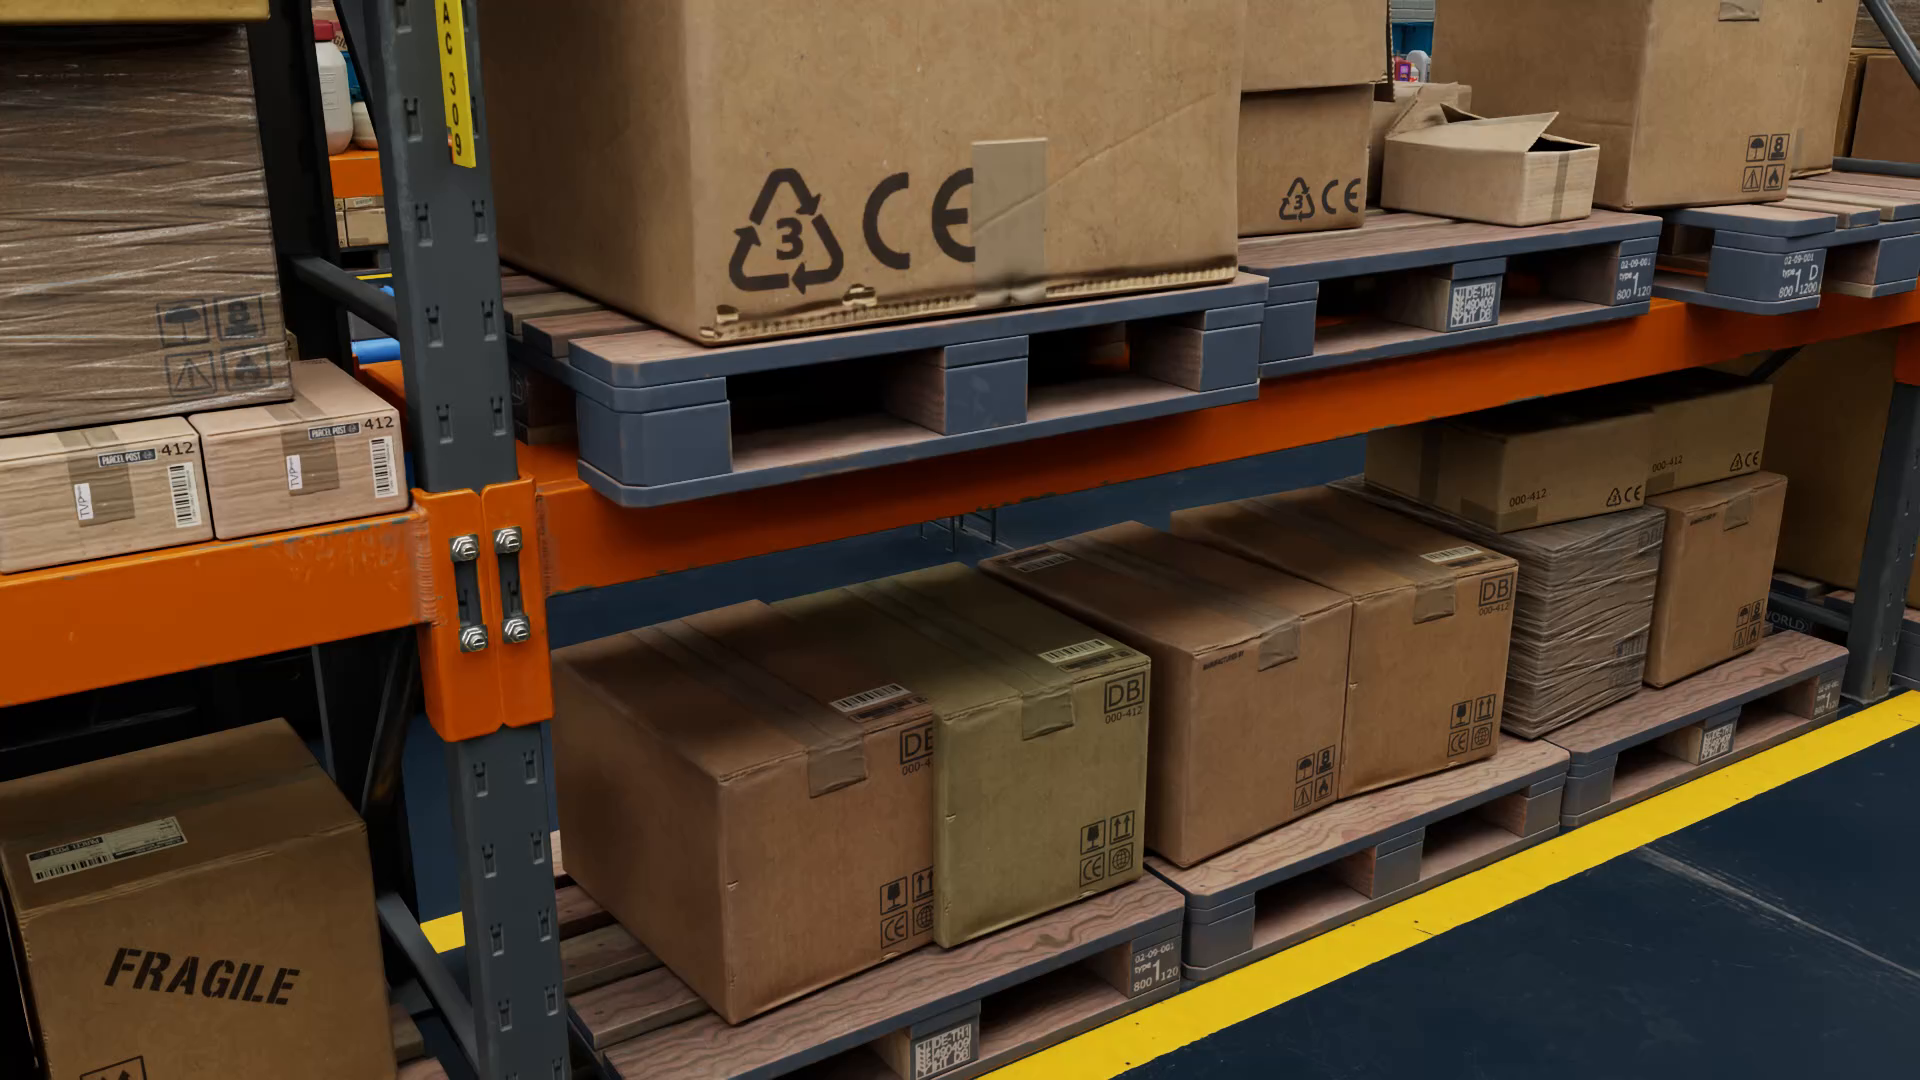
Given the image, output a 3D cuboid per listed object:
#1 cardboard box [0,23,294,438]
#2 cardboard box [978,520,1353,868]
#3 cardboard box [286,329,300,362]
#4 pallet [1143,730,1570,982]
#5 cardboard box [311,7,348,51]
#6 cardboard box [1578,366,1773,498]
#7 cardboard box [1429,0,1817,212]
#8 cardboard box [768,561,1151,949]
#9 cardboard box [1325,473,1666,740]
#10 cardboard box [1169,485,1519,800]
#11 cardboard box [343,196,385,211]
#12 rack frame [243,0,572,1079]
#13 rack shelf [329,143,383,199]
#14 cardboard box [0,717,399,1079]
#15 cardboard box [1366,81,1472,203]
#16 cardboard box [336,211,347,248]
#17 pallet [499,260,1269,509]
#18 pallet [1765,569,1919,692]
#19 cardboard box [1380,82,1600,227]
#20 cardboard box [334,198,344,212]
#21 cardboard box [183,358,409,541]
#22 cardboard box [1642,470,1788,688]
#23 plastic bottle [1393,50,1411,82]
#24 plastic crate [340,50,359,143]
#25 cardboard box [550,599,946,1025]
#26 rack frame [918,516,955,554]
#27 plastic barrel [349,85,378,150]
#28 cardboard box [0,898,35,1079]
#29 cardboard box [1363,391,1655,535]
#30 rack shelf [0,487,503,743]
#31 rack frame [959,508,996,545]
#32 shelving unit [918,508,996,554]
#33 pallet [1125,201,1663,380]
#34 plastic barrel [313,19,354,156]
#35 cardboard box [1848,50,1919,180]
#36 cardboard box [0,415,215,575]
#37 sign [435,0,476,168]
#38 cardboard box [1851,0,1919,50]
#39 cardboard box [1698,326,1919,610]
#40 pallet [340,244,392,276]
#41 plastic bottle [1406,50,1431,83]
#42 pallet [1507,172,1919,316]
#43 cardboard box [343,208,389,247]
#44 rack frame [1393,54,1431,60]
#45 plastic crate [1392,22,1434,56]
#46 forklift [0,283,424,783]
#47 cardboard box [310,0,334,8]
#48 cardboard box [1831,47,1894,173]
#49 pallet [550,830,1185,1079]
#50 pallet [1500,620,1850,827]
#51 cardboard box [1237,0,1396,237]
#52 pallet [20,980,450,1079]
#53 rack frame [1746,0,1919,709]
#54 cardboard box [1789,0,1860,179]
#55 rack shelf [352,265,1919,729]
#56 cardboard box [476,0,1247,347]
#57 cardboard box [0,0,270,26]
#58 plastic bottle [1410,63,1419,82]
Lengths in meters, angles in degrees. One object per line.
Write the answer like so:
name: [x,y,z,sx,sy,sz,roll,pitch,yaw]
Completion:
cardboard box: [-1.360,-0.500,2.418,0.500,0.500,0.875,-12,22,-31]
cardboard box: [0.450,0.322,3.826,0.500,0.500,0.700,-14,23,-36]
cardboard box: [-1.295,-0.298,2.834,0.250,0.149,0.380,-12,22,-31]
pallet: [0.719,0.593,4.160,1.213,0.211,1.003,-12,22,-31]
cardboard box: [-4.447,-3.476,11.688,0.500,0.500,0.500,-13,23,-34]
cardboard box: [1.847,-0.332,4.589,0.500,0.250,0.500,-11,22,-29]
cardboard box: [1.550,-1.094,3.985,0.500,0.500,0.700,-8,20,-23]
cardboard box: [-0.017,0.420,3.534,0.500,0.500,0.700,-12,22,-32]
cardboard box: [1.386,0.122,4.417,0.500,0.500,0.700,-14,23,-36]
cardboard box: [0.916,0.223,4.117,0.500,0.500,0.700,-10,21,-27]
cardboard box: [-4.210,-2.551,11.870,0.500,0.311,0.500,-12,22,-32]
rack frame: [-0.950,-0.374,2.668,0.127,3.000,1.000,-12,22,-31]
rack shelf: [-2.004,-1.710,7.743,4.000,0.370,1.077,-12,22,-31]
cardboard box: [-1.306,0.671,2.824,0.500,0.500,0.500,-13,22,-33]
cardboard box: [0.864,-0.973,4.017,0.500,0.250,0.500,-13,22,-33]
cardboard box: [-4.638,-2.197,11.696,0.500,0.250,0.500,-11,22,-30]
pallet: [-0.232,-0.379,2.981,1.213,0.211,1.003,-12,22,-31]
pallet: [3.090,0.124,5.549,1.213,0.211,1.003,-12,22,-31]
cardboard box: [1.146,-0.848,3.623,0.258,0.266,0.396,-13,22,-33]
cardboard box: [-4.630,-2.464,11.611,0.500,0.311,0.500,-11,22,-30]
cardboard box: [-0.968,-0.139,2.363,0.250,0.149,0.380,-12,22,-31]
cardboard box: [1.842,0.021,4.717,0.500,0.500,0.700,-13,23,-34]
plastic bottle: [2.688,-2.844,10.155,0.133,0.283,0.061,-12,22,-31]
plastic crate: [-2.924,-1.969,7.410,0.575,0.384,0.392,-12,22,-31]
cardboard box: [-0.426,0.499,3.300,0.500,0.500,0.700,-14,23,-36]
rack frame: [-0.089,-0.550,5.997,0.006,1.200,0.240,-12,22,-31]
plastic barrel: [-2.485,-1.825,7.177,0.301,0.262,0.301,0,19,0]
cardboard box: [-1.781,0.774,2.519,0.500,0.500,0.500,-5,19,-14]
cardboard box: [1.410,-0.236,4.304,0.500,0.250,0.500,-9,21,-25]
rack shelf: [-2.621,0.319,1.741,4.000,0.370,1.077,-12,22,-31]
rack frame: [0.064,-0.582,6.093,0.006,1.200,0.240,-12,22,-31]
shelving unit: [-0.012,-0.566,6.045,0.189,1.200,0.258,-12,22,-31]
pallet: [0.760,-0.628,3.719,1.213,0.211,1.003,-12,22,-31]
plastic barrel: [-2.755,-1.873,6.889,0.433,0.535,0.433,0,19,0]
cardboard box: [2.946,-1.139,4.774,0.500,0.500,0.500,-11,22,-30]
cardboard box: [-1.182,-0.097,2.240,0.250,0.149,0.380,-12,22,-31]
sign: [-0.646,-0.640,2.104,0.005,0.325,0.100,-12,22,-31]
cardboard box: [3.010,-1.726,4.943,0.637,0.503,0.797,-11,22,-30]
cardboard box: [2.978,-0.387,5.368,0.875,0.875,1.225,-13,23,-34]
pallet: [-4.782,-2.060,12.008,1.213,0.211,1.003,-12,22,-31]
plastic bottle: [2.856,-2.893,10.313,0.135,0.276,0.152,-12,22,-31]
pallet: [1.854,-0.834,4.327,1.003,0.211,1.213,-12,22,-31]
cardboard box: [-4.210,-2.288,11.966,0.500,0.250,0.500,-11,22,-30]
rack frame: [3.007,-3.108,10.754,0.127,3.000,1.000,-12,22,-31]
plastic crate: [3.209,-3.302,11.260,0.575,0.384,0.392,-12,22,-31]
forklift: [-2.857,-0.827,4.116,3.031,2.935,1.130,-11,22,-30]
cardboard box: [-6.169,-5.224,16.169,0.500,0.500,0.700,-15,24,-38]
cardboard box: [2.666,-1.279,5.189,0.500,0.500,0.500,-11,22,-30]
pallet: [-0.301,0.809,3.521,1.213,0.211,1.003,-12,22,-31]
pallet: [1.737,0.380,4.792,1.213,0.211,1.003,-12,22,-31]
cardboard box: [0.447,-0.952,3.560,0.637,0.503,0.797,-9,21,-26]
pallet: [-1.492,1.075,2.736,1.213,0.211,1.003,-12,22,-31]
rack frame: [2.390,-1.079,4.752,0.127,3.000,1.000,-12,22,-31]
cardboard box: [1.961,-1.219,4.355,0.500,0.500,0.500,-15,24,-38]
rack shelf: [0.720,-0.385,3.825,4.000,0.370,1.077,-12,22,-31]
cardboard box: [-0.210,-0.960,2.807,1.000,1.000,1.000,-12,22,-31]
cardboard box: [-1.175,-0.883,1.992,0.500,0.500,0.500,-12,22,-31]
plastic bottle: [2.774,-2.830,10.243,0.097,0.201,0.097,0,19,0]
